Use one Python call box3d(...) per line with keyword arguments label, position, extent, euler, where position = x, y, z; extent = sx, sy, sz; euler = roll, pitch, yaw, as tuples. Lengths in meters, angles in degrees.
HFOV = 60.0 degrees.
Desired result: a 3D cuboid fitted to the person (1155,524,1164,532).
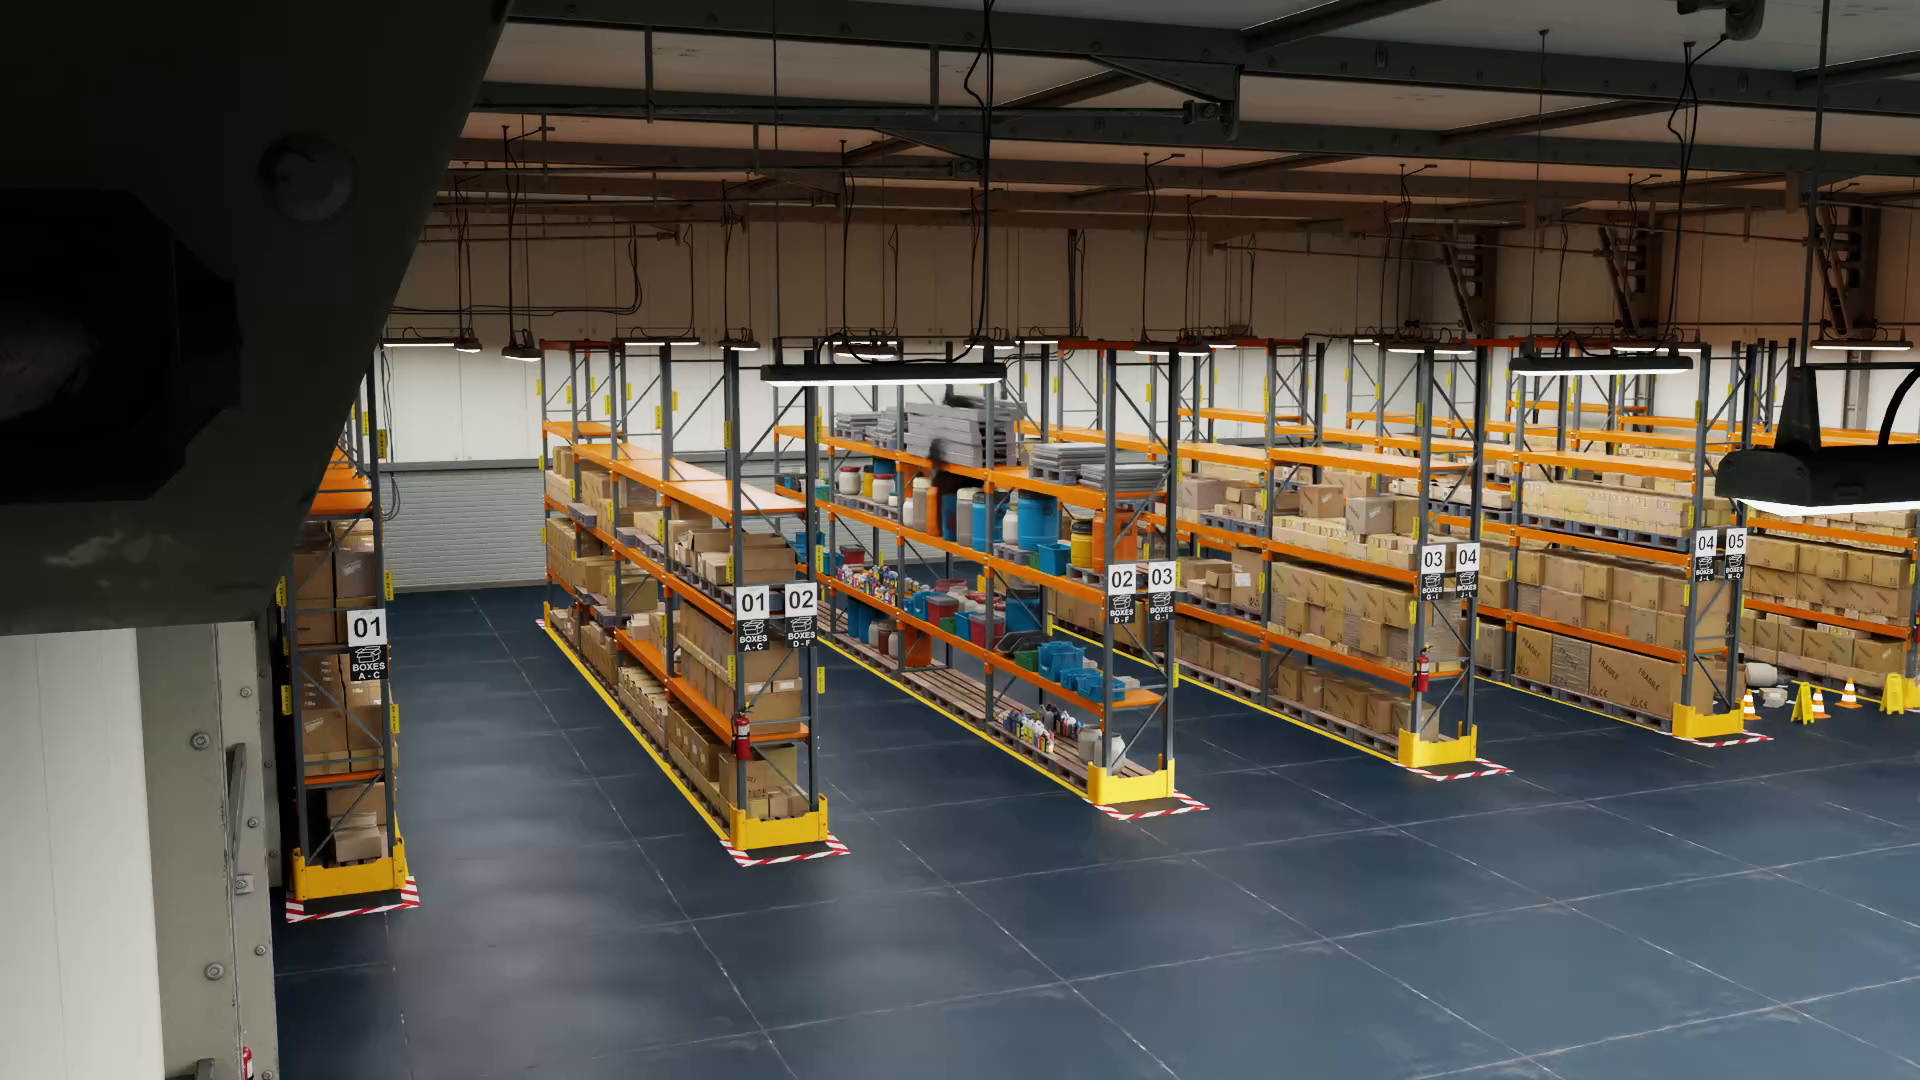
box3d(label="person", position=(4.757, 0.073, 41.502), extent=(0.551, 1.719, 0.721), euler=(-1, 8, -11))
